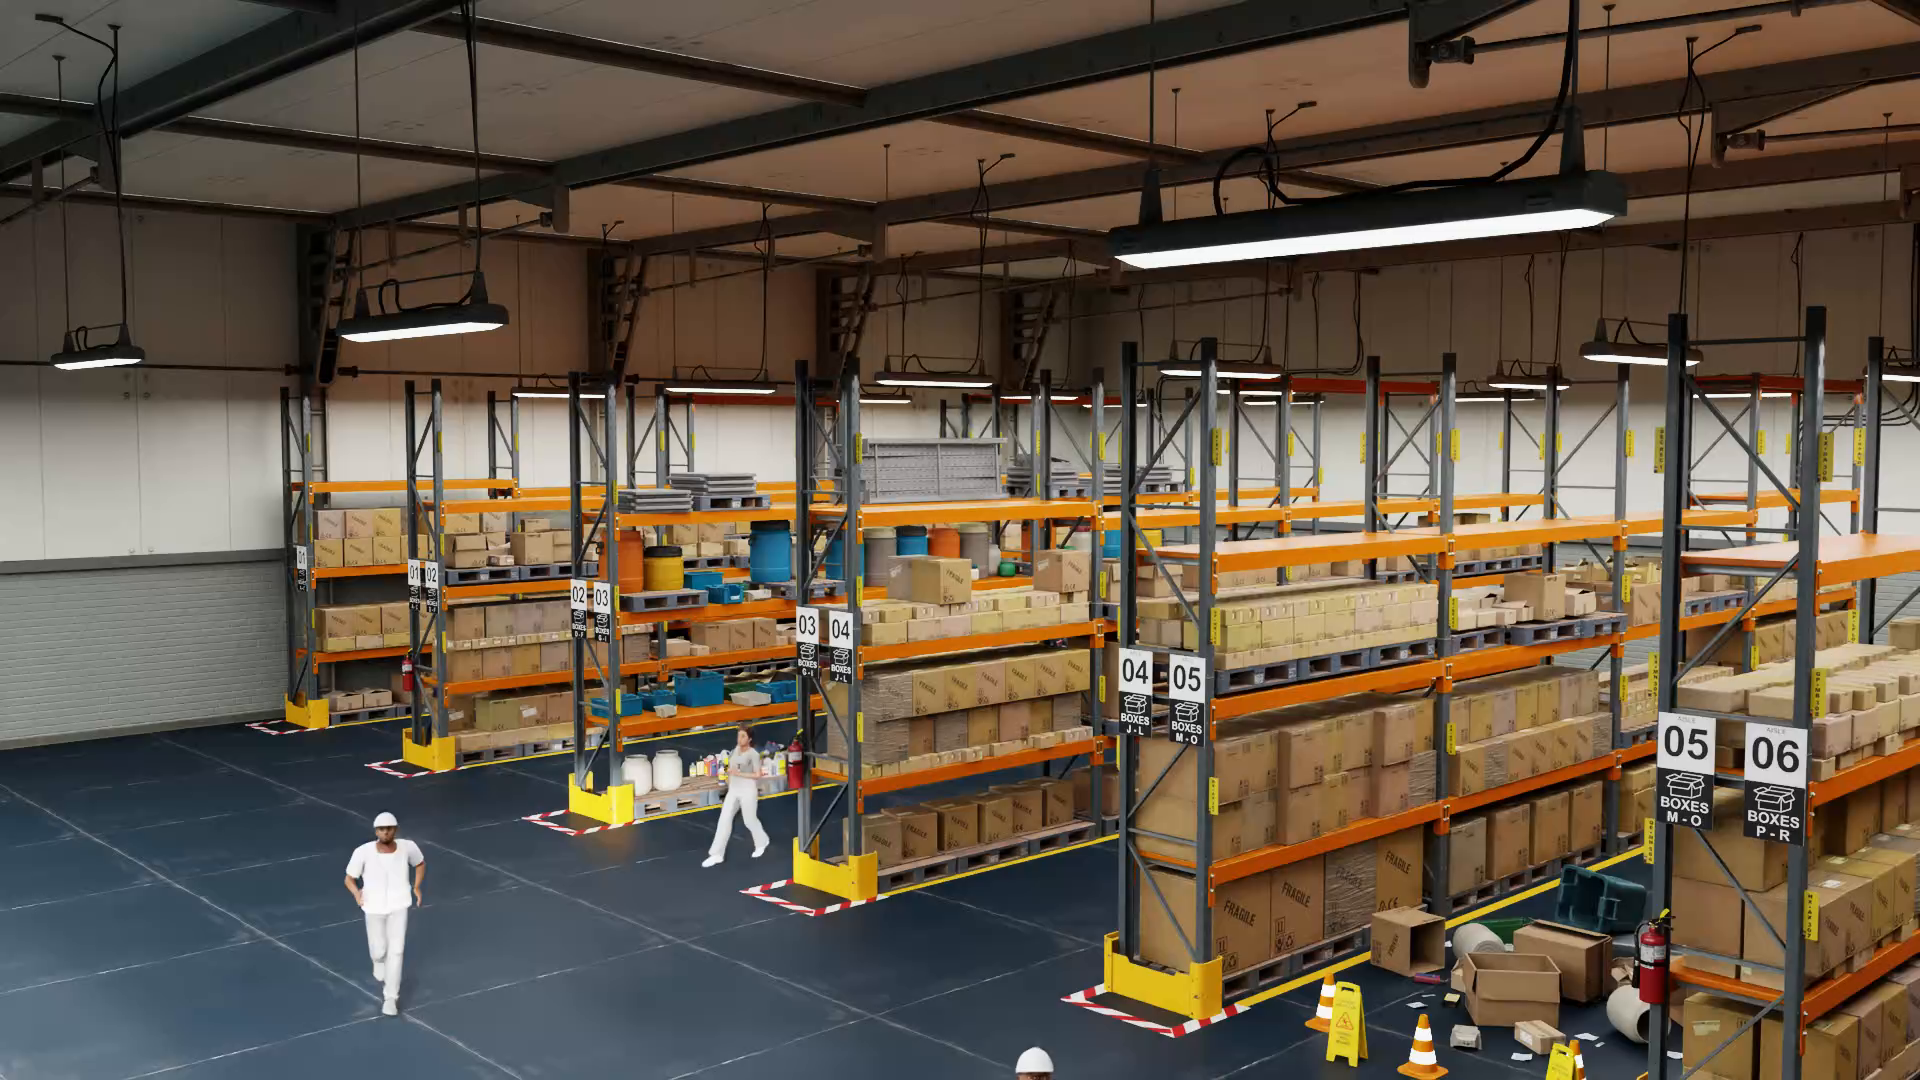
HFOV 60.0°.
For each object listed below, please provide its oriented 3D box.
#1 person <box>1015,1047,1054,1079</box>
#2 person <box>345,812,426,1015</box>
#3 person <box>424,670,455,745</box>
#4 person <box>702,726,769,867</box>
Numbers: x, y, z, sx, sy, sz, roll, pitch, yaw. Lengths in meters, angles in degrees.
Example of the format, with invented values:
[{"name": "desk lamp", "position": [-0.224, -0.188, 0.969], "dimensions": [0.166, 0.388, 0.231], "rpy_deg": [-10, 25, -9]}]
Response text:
[{"name": "person", "position": [0.404, 3.691, 9.343], "dimensions": [0.703, 1.745, 0.596], "rpy_deg": [0, 4, 0]}, {"name": "person", "position": [-5.190, 3.328, 15.050], "dimensions": [0.698, 1.753, 0.948], "rpy_deg": [-1, 4, -19]}, {"name": "person", "position": [-8.660, 2.574, 27.758], "dimensions": [0.957, 1.647, 0.609], "rpy_deg": [-4, 5, -44]}, {"name": "person", "position": [-2.574, 3.030, 19.732], "dimensions": [0.573, 1.627, 1.039], "rpy_deg": [2, 4, 32]}]
